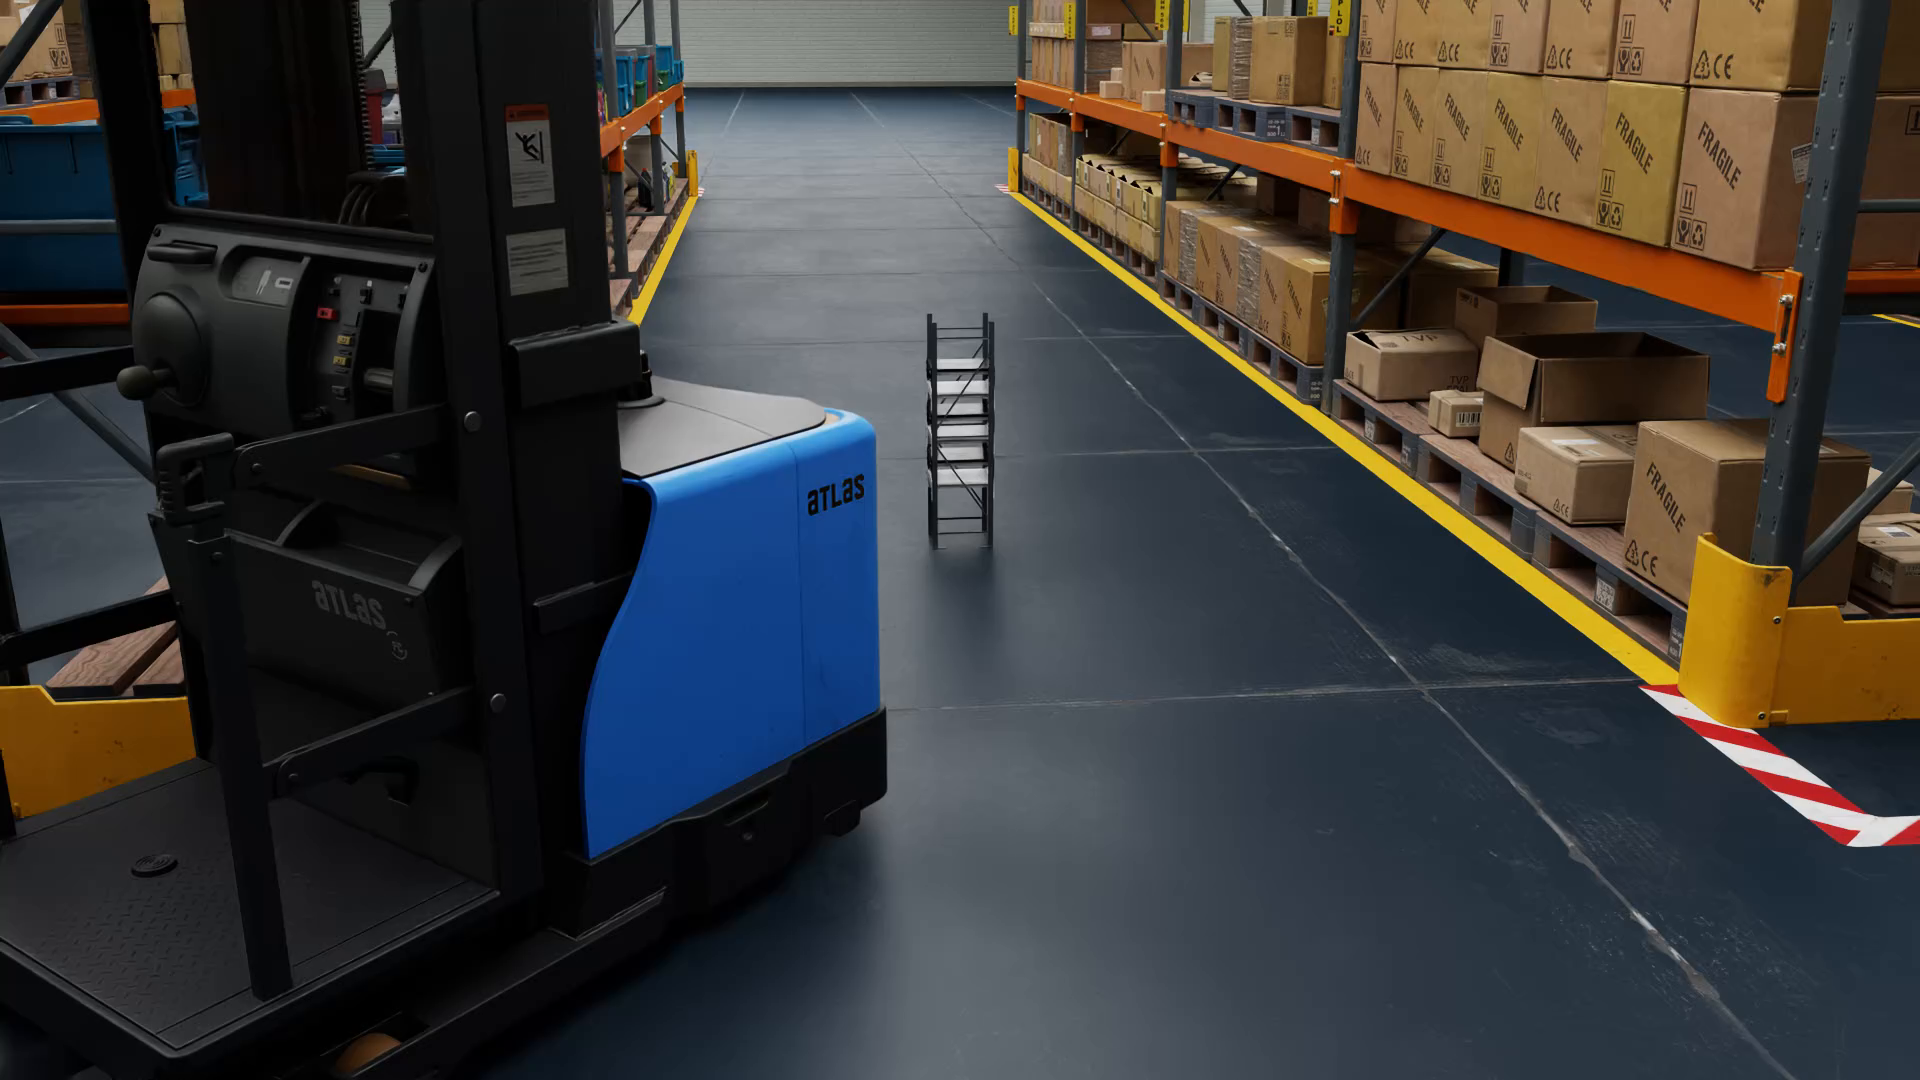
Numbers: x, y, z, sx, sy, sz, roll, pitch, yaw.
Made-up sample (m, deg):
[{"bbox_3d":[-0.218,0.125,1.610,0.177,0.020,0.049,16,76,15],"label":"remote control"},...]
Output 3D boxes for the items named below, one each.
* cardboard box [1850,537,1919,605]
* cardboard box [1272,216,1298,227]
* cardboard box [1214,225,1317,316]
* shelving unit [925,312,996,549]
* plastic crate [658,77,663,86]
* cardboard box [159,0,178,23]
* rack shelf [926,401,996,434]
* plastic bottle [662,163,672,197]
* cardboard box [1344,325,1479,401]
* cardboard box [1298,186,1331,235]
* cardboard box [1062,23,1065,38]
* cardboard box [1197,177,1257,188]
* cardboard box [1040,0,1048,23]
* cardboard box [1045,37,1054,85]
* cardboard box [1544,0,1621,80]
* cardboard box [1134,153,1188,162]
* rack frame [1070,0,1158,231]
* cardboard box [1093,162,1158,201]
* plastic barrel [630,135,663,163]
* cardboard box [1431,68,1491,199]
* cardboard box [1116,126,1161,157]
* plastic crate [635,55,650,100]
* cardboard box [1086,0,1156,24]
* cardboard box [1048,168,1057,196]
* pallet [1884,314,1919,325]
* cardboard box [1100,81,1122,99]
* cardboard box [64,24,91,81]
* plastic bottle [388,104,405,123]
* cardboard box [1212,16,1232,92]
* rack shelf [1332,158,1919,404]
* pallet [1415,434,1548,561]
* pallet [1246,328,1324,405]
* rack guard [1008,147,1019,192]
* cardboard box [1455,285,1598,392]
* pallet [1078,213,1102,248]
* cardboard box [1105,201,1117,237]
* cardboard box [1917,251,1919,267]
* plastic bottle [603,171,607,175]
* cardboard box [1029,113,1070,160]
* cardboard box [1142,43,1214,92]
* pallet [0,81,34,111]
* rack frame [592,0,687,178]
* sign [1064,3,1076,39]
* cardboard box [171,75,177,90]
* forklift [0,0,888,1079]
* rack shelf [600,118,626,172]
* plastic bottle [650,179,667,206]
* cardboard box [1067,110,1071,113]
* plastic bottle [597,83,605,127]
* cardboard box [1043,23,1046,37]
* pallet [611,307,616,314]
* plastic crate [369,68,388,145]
[{"bbox_3d":[3.132,0.096,5.388,0.380,0.149,0.250,-2,18,-6],"label":"cardboard box"},{"bbox_3d":[2.391,-1.894,11.141,0.500,0.500,0.500,-2,18,-8],"label":"cardboard box"},{"bbox_3d":[1.936,-1.714,10.569,0.500,0.500,0.500,-2,18,-8],"label":"cardboard box"},{"bbox_3d":[0.001,-0.427,6.535,0.258,0.900,0.210,-2,18,-6],"label":"shelving unit"},{"bbox_3d":[-3.259,-4.472,16.019,0.767,0.338,0.504,-2,18,-6],"label":"plastic crate"},{"bbox_3d":[-8.218,-5.444,16.678,0.500,0.500,0.500,-2,18,-6],"label":"cardboard box"},{"bbox_3d":[0.001,-0.481,6.518,0.258,0.077,0.200,-2,18,-6],"label":"rack shelf"},{"bbox_3d":[-3.065,-3.724,17.220,0.144,0.351,0.185,-2,18,-6],"label":"plastic bottle"},{"bbox_3d":[2.249,-0.906,8.309,0.500,0.311,0.500,-2,18,-6],"label":"cardboard box"},{"bbox_3d":[2.458,-2.085,10.496,0.500,0.250,0.500,-2,18,-7],"label":"cardboard box"},{"bbox_3d":[1.251,-5.229,17.074,0.380,0.149,0.250,-2,18,-6],"label":"cardboard box"},{"bbox_3d":[2.184,-2.780,13.476,0.500,0.311,0.500,-2,18,-7],"label":"cardboard box"},{"bbox_3d":[1.284,-6.041,18.577,0.700,0.500,0.500,-2,18,-7],"label":"cardboard box"},{"bbox_3d":[1.323,-5.290,18.351,0.700,0.500,0.500,-2,18,-5],"label":"cardboard box"},{"bbox_3d":[2.403,-1.872,5.797,0.500,0.500,0.500,-1,17,-4],"label":"cardboard box"},{"bbox_3d":[1.923,-3.538,15.893,0.500,0.311,0.500,-2,18,-6],"label":"cardboard box"},{"bbox_3d":[1.596,-4.494,15.984,1.000,3.000,0.127,-2,18,-6],"label":"rack frame"},{"bbox_3d":[1.492,-3.216,14.865,0.500,0.311,0.500,-2,18,-7],"label":"cardboard box"},{"bbox_3d":[-3.600,-4.353,18.989,0.421,0.512,0.421,0,17,0],"label":"plastic barrel"},{"bbox_3d":[2.308,-1.696,6.906,0.500,0.500,0.500,-2,18,-6],"label":"cardboard box"},{"bbox_3d":[1.859,-3.888,16.691,0.500,0.500,0.500,-2,18,-6],"label":"cardboard box"},{"bbox_3d":[-2.908,-4.015,14.486,0.392,0.384,0.575,-2,18,-6],"label":"plastic crate"},{"bbox_3d":[1.544,-5.293,16.195,0.700,0.500,0.500,-2,18,-5],"label":"cardboard box"},{"bbox_3d":[1.222,-3.812,17.700,0.500,0.250,0.500,-2,18,-6],"label":"cardboard box"},{"bbox_3d":[7.064,-1.526,11.186,1.003,0.211,1.213,-2,18,-6],"label":"pallet"},{"bbox_3d":[1.484,-4.104,15.160,0.380,0.149,0.250,-2,18,-6],"label":"cardboard box"},{"bbox_3d":[-8.243,-4.515,15.386,0.875,0.500,0.500,-2,18,-6],"label":"cardboard box"},{"bbox_3d":[-2.906,-2.116,8.615,0.152,0.276,0.135,-2,18,-6],"label":"plastic bottle"},{"bbox_3d":[2.185,-3.366,11.523,0.700,0.500,0.500,-8,19,-24],"label":"cardboard box"},{"bbox_3d":[2.627,-1.171,6.602,1.077,0.370,4.000,-2,18,-6],"label":"rack shelf"},{"bbox_3d":[2.620,-0.211,6.997,1.003,0.211,1.213,-2,18,-6],"label":"pallet"},{"bbox_3d":[2.299,-1.021,9.578,1.003,0.211,1.213,-2,18,-6],"label":"pallet"},{"bbox_3d":[1.181,-4.500,20.177,1.175,0.500,0.348,-2,18,-6],"label":"rack guard"},{"bbox_3d":[2.762,-0.967,8.188,0.500,0.500,0.500,-2,18,-6],"label":"cardboard box"},{"bbox_3d":[1.710,-2.945,15.706,1.003,0.211,1.213,-2,18,-6],"label":"pallet"},{"bbox_3d":[1.550,-2.797,14.466,0.500,0.250,0.500,-1,17,-5],"label":"cardboard box"},{"bbox_3d":[3.050,-1.107,5.028,0.500,0.500,0.500,-1,17,-4],"label":"cardboard box"},{"bbox_3d":[-3.645,-3.644,17.078,0.061,0.283,0.133,-2,18,-6],"label":"plastic bottle"},{"bbox_3d":[1.071,-4.616,19.011,0.500,0.500,0.500,-2,18,-6],"label":"cardboard box"},{"bbox_3d":[1.819,-3.849,13.764,0.500,0.500,0.500,-3,18,-9],"label":"cardboard box"},{"bbox_3d":[-8.091,-3.494,13.120,1.003,0.211,1.213,-2,18,-6],"label":"pallet"},{"bbox_3d":[-3.744,-5.534,19.296,1.000,3.000,0.127,-2,18,-6],"label":"rack frame"},{"bbox_3d":[1.044,-4.927,15.786,0.100,0.325,0.005,-2,18,-6],"label":"sign"},{"bbox_3d":[-8.220,-4.662,16.939,0.380,0.149,0.250,-2,18,-6],"label":"cardboard box"},{"bbox_3d":[-1.459,-0.408,3.083,1.130,2.935,3.031,12,21,34],"label":"forklift"},{"bbox_3d":[-2.713,-2.211,9.914,1.077,0.370,4.000,-2,18,-6],"label":"rack shelf"},{"bbox_3d":[-2.989,-3.456,16.492,0.152,0.276,0.135,-1,17,-4],"label":"plastic bottle"},{"bbox_3d":[1.534,-4.781,19.537,0.500,0.500,0.500,-2,18,-6],"label":"cardboard box"},{"bbox_3d":[-2.429,-2.919,11.160,0.061,0.283,0.133,-2,18,-6],"label":"plastic bottle"},{"bbox_3d":[1.117,-5.612,18.295,0.380,0.149,0.250,-2,18,-7],"label":"cardboard box"},{"bbox_3d":[-2.674,-1.224,10.222,1.003,0.211,1.213,-2,18,-6],"label":"pallet"},{"bbox_3d":[-2.664,-1.744,7.017,0.402,0.464,0.583,-2,18,-6],"label":"plastic crate"}]
